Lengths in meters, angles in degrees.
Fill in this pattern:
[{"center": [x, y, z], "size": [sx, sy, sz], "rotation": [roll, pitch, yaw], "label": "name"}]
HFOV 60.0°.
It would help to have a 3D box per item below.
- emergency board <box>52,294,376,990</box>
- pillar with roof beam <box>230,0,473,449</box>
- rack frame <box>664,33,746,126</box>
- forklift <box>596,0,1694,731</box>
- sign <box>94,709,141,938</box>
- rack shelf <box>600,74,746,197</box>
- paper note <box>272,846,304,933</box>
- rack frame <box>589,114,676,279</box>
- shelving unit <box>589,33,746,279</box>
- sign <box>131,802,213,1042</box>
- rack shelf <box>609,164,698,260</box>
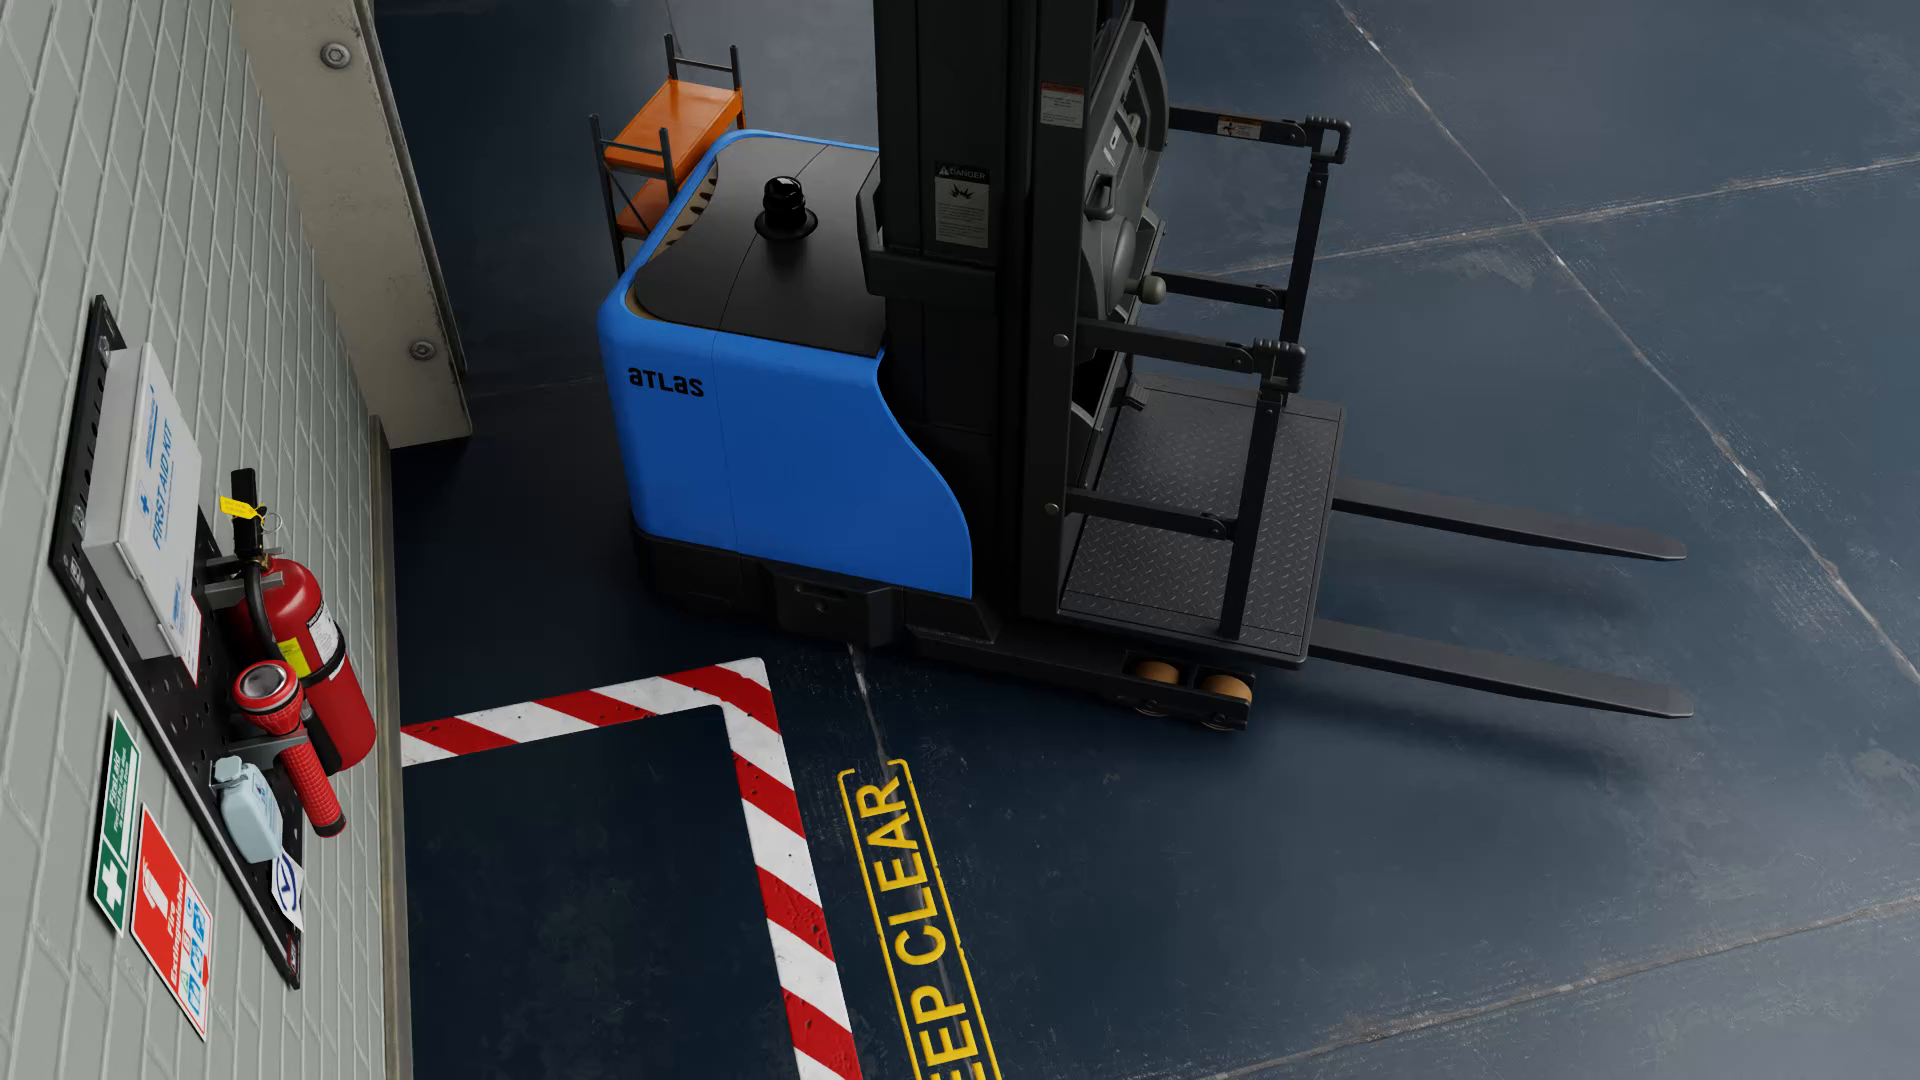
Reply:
[{"center": [-1.245, 0.200, 2.953], "size": [0.194, 1.169, 0.643], "rotation": [-11, 47, -10], "label": "emergency board"}, {"center": [2.321, -4.400, 3.261], "size": [9.100, 9.000, 0.400], "rotation": [-11, 47, -10], "label": "pillar with roof beam"}, {"center": [-0.789, -1.100, 5.487], "size": [0.240, 1.200, 0.015], "rotation": [14, 47, 13], "label": "rack frame"}, {"center": [0.601, -0.909, 4.089], "size": [3.031, 2.935, 1.130], "rotation": [11, 47, 11], "label": "forklift"}, {"center": [-1.195, 0.398, 2.364], "size": [0.001, 0.109, 0.331], "rotation": [-11, 47, -10], "label": "sign"}, {"center": [-0.867, -1.210, 5.045], "size": [0.258, 0.148, 0.480], "rotation": [14, 47, 13], "label": "rack shelf"}, {"center": [-1.266, 0.643, 3.136], "size": [0.016, 0.148, 0.142], "rotation": [-11, 47, -10], "label": "paper note"}, {"center": [-0.945, -0.769, 5.164], "size": [0.240, 1.200, 0.015], "rotation": [14, 47, 13], "label": "rack frame"}, {"center": [-0.867, -0.934, 5.326], "size": [0.258, 1.200, 0.503], "rotation": [14, 47, 13], "label": "shelving unit"}, {"center": [-1.203, 0.588, 2.548], "size": [0.001, 0.329, 0.234], "rotation": [-11, 47, -10], "label": "sign"}, {"center": [-0.867, -1.044, 5.214], "size": [0.258, 0.148, 0.480], "rotation": [14, 47, 13], "label": "rack shelf"}]
